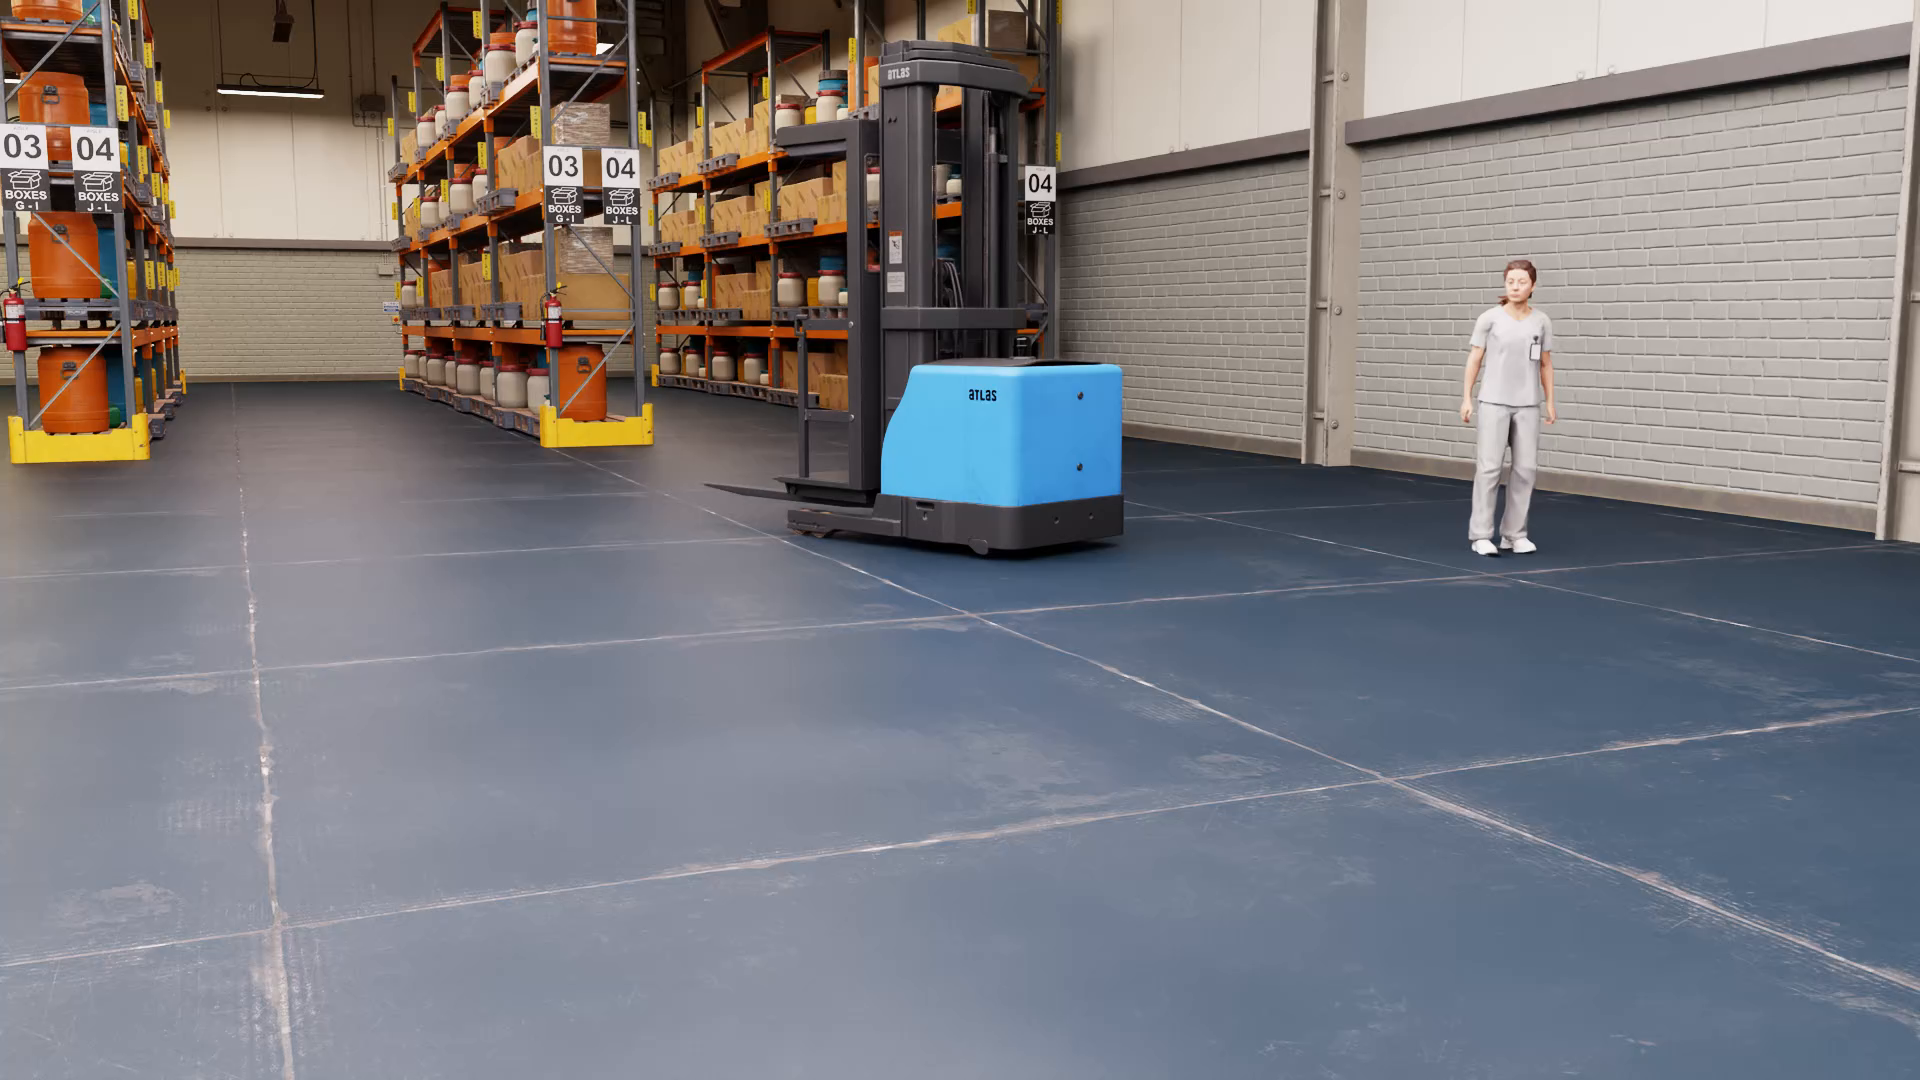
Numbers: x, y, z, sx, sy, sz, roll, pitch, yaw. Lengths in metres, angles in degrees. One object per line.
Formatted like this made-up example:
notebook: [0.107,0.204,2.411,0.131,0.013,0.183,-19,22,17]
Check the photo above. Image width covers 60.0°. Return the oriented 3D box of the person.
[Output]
person: [3.150,-0.760,9.528,0.543,1.672,0.405,0,8,-1]

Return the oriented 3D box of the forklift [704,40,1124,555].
forklift: [-0.436,-1.509,10.383,3.031,2.935,1.130,7,10,44]
